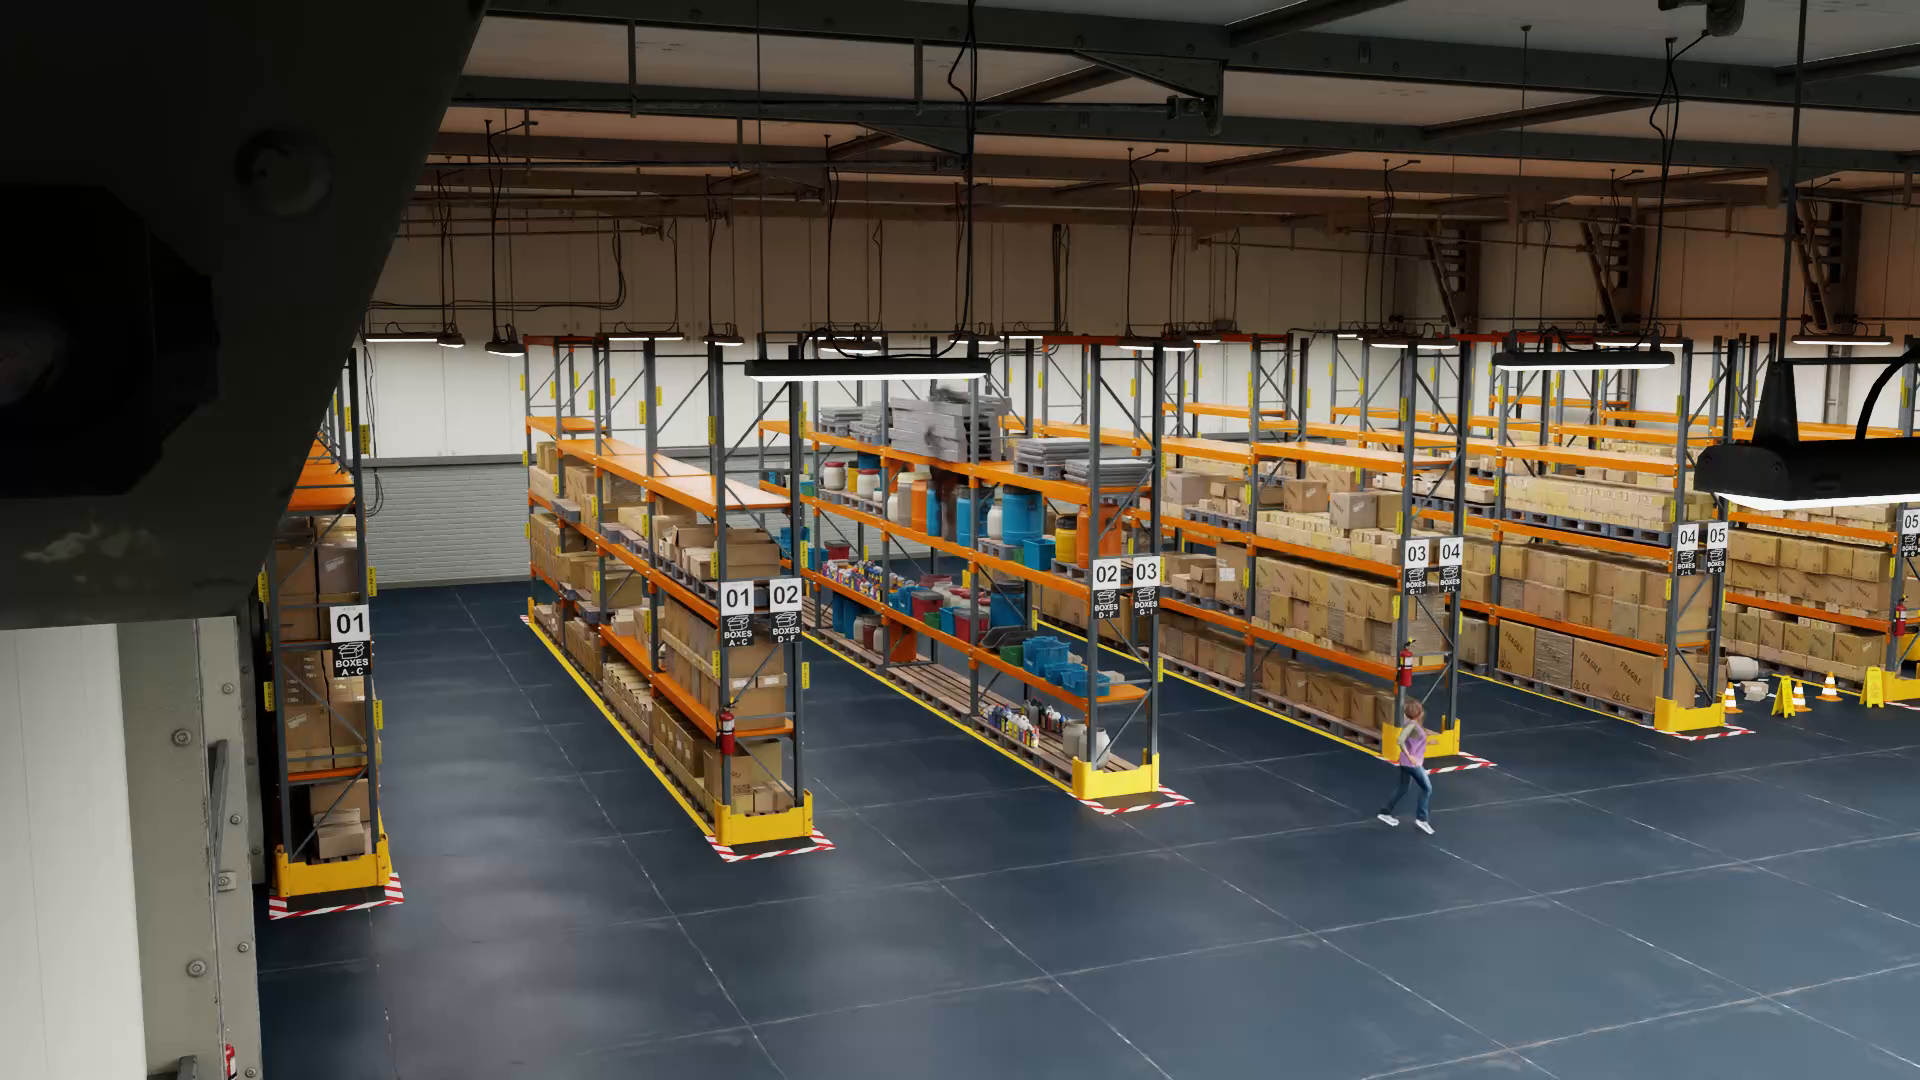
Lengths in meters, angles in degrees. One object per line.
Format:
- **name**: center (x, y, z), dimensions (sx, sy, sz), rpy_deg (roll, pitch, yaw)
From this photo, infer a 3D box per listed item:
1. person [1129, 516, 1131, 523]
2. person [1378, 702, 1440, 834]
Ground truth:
- **person**: center (4.013, 0.266, 39.181), dimensions (0.657, 1.807, 0.832), rpy_deg (-2, 8, -16)
- **person**: center (5.565, 2.815, 20.580), dimensions (0.736, 1.647, 0.523), rpy_deg (0, 8, 2)
